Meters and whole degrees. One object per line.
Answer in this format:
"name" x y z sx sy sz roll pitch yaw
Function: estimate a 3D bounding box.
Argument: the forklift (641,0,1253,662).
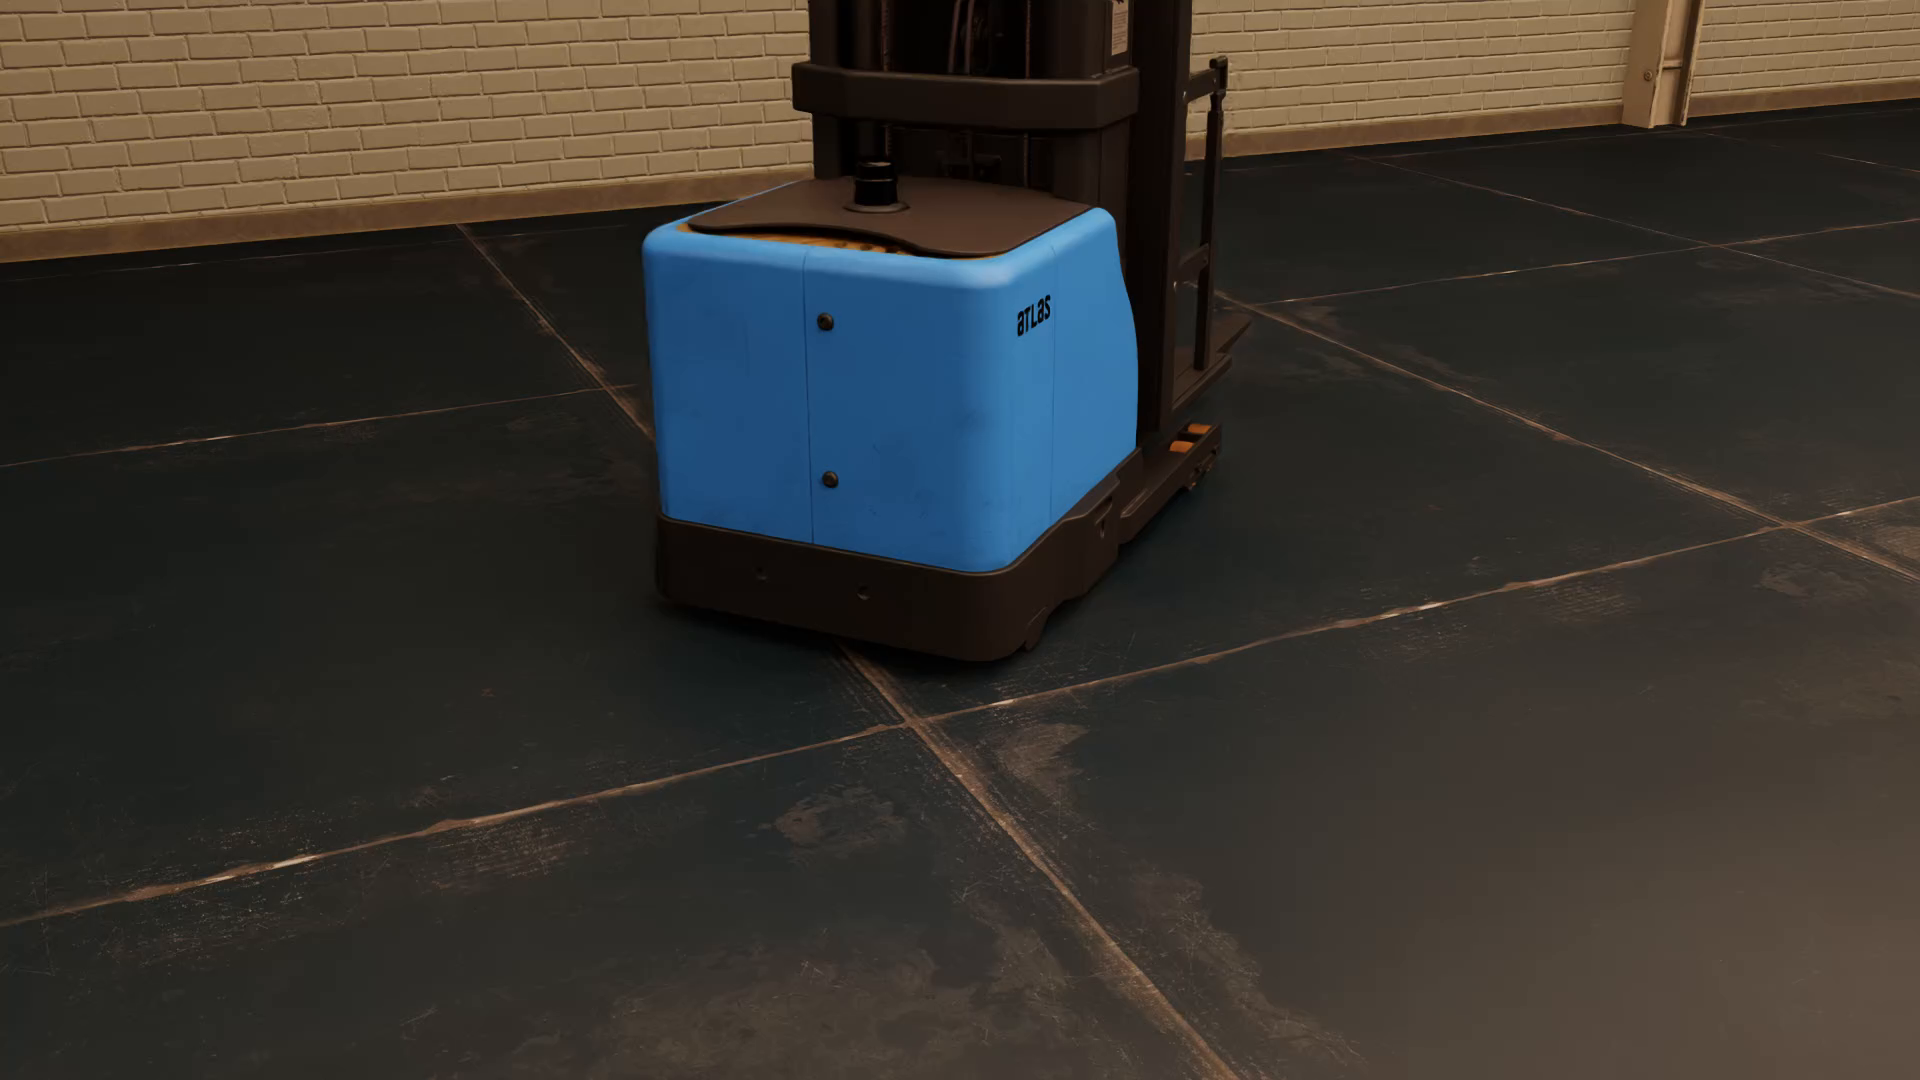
"forklift" 0.245 -1.578 5.086 1.130 2.935 3.031 10 25 22
